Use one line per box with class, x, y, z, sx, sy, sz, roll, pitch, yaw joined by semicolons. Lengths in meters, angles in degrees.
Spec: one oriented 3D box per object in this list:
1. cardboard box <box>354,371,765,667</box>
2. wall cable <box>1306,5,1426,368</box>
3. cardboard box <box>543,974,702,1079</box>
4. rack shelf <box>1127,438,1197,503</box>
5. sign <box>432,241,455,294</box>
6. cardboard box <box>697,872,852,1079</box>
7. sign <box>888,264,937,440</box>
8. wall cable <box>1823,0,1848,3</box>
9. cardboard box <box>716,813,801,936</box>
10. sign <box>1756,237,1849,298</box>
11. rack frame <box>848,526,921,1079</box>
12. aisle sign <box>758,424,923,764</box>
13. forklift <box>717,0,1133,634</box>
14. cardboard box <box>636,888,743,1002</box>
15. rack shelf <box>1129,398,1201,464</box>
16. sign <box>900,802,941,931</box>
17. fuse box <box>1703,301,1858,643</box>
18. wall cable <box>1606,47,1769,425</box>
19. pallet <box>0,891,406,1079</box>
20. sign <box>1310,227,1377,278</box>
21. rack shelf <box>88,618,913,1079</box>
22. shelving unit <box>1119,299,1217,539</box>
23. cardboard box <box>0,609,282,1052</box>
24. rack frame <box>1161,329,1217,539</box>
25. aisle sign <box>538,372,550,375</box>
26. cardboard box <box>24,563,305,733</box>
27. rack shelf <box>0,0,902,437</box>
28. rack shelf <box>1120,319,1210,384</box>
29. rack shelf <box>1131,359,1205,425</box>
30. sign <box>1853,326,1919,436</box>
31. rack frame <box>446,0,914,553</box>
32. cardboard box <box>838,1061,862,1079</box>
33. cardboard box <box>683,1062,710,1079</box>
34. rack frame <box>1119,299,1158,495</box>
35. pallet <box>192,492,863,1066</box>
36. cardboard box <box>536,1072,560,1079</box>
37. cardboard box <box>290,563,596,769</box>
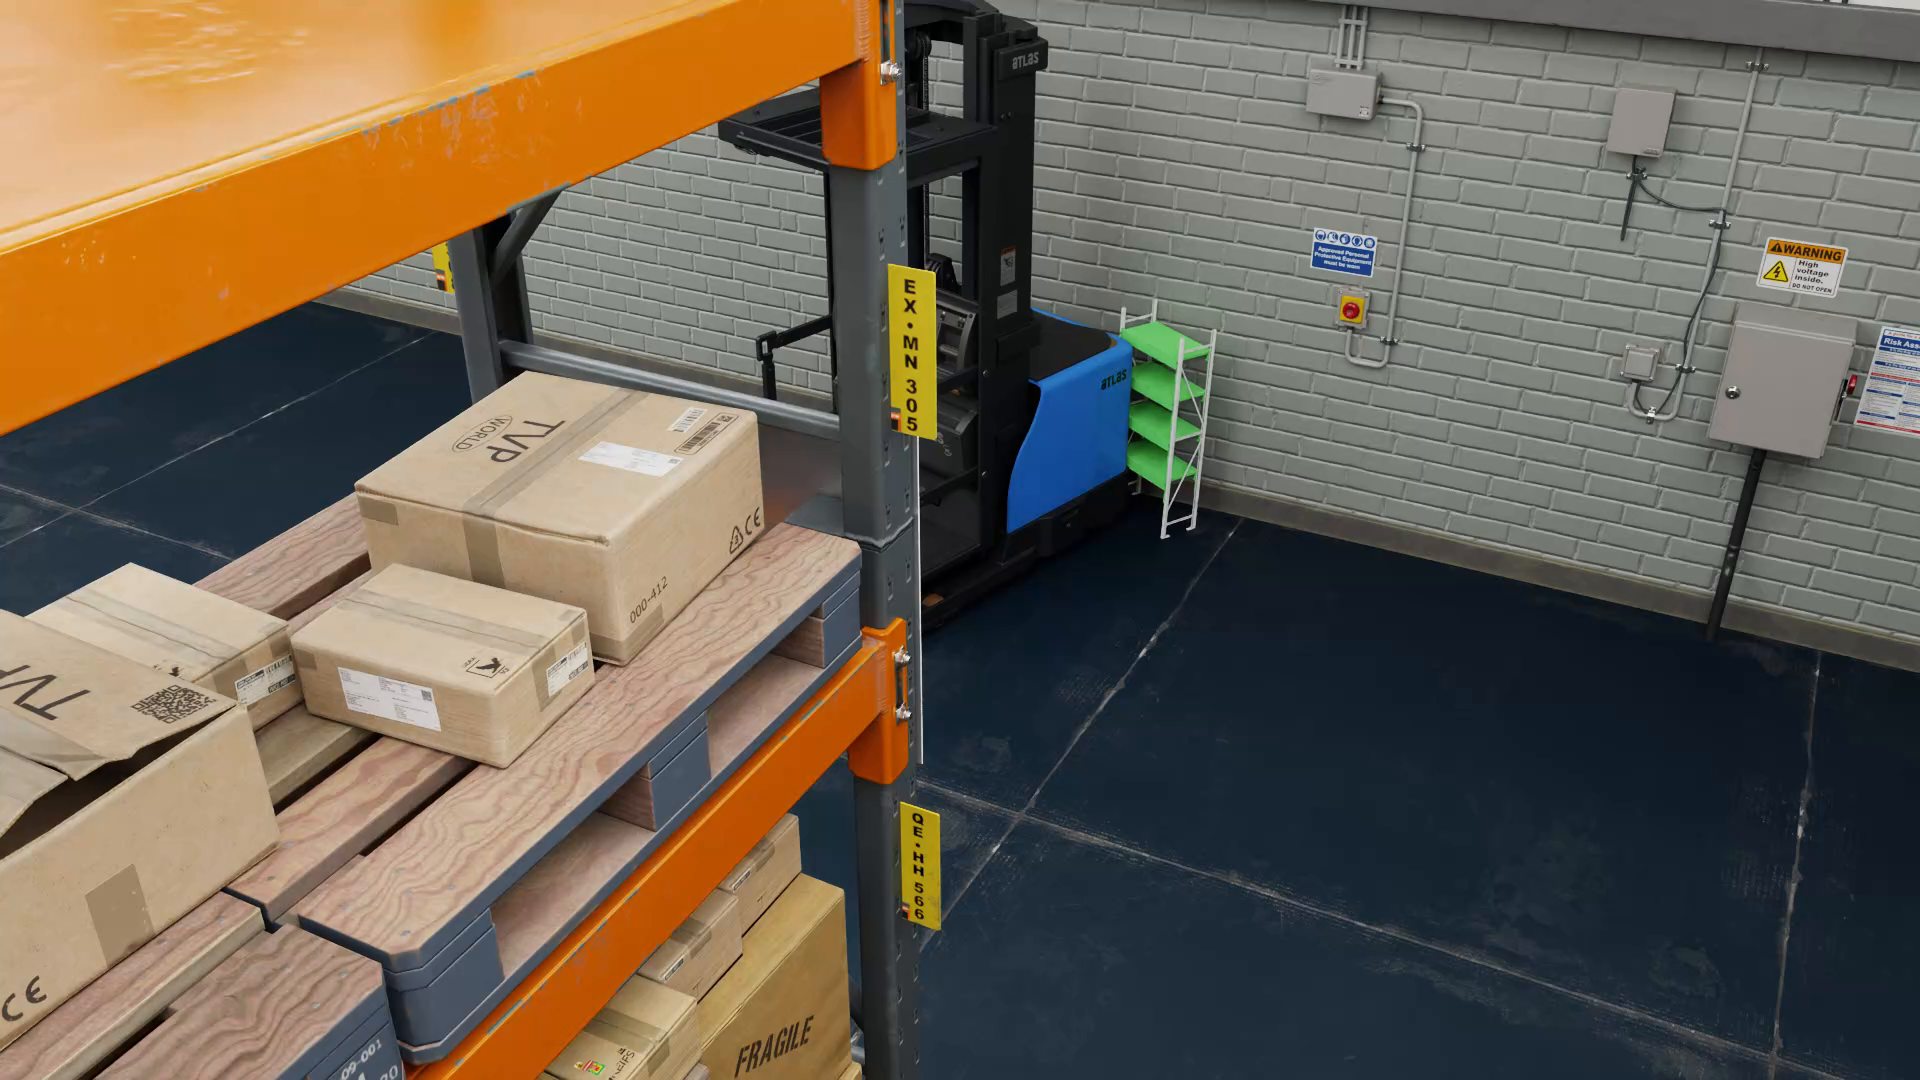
cardboard box;-0.690;-0.057;2.953;0.500;0.250;0.500;11;32;19
wall cable;1.983;-1.775;8.277;0.585;1.953;0.123;14;33;23
cardboard box;-0.687;0.882;2.946;0.380;0.149;0.250;14;33;23
rack shelf;1.093;-0.399;9.342;0.258;0.148;0.480;-17;35;-29
sign;-1.056;-0.658;3.415;0.100;0.325;0.005;14;33;23
cardboard box;-0.573;0.975;3.435;0.500;0.500;0.500;15;33;25
sign;-0.088;-0.337;3.002;0.100;0.325;0.005;14;33;23
wall cable;4.907;-3.198;5.746;2.988;3.039;0.133;14;33;23
cardboard box;-0.550;0.631;3.384;0.380;0.149;0.250;15;33;24
sign;3.832;-1.242;7.571;0.339;0.242;0.001;14;33;23
rack frame;-0.565;1.184;4.175;1.000;3.000;0.127;14;33;23
aisle sign;-0.256;0.096;3.461;0.394;0.787;0.004;14;33;23
forklift;-0.429;-1.046;8.128;1.130;2.935;3.031;25;38;37
cardboard box;-0.644;0.749;3.178;0.380;0.149;0.250;15;33;24
rack shelf;1.099;-0.608;9.223;0.258;0.148;0.480;-17;35;-29
sign;-0.088;0.709;3.603;0.100;0.325;0.005;14;33;23
fuse box;3.787;-0.221;7.916;0.539;1.711;0.414;14;33;23
wall cable;3.251;-1.445;7.733;0.588;1.984;0.122;14;33;23
pallet;-1.448;0.796;1.928;1.003;0.211;1.213;14;33;23
sign;1.968;-1.476;8.536;0.327;0.218;0.001;14;33;23
rack shelf;-1.476;1.082;2.063;1.077;0.370;4.000;14;33;23
shelving unit;1.101;-0.663;9.191;0.258;1.200;0.503;-17;35;-29
cardboard box;-1.291;0.349;2.185;0.500;0.311;0.500;15;33;24
rack frame;1.236;-0.559;9.016;0.240;1.200;0.015;-17;35;-29
aisle sign;-0.790;-0.041;3.698;0.394;0.787;0.004;14;33;23
cardboard box;-1.265;0.197;2.612;0.380;0.149;0.250;16;33;25
rack shelf;-1.476;-0.045;1.416;1.077;0.370;4.000;14;33;23
rack shelf;1.111;-1.024;8.984;0.258;0.148;0.480;-17;35;-29
rack shelf;1.105;-0.816;9.103;0.258;0.148;0.480;-17;35;-29
sign;4.321;-0.718;7.583;0.329;0.494;0.001;14;33;23
rack frame;-0.565;-1.417;2.681;1.000;3.000;0.127;14;33;23
cardboard box;-0.549;1.415;3.673;0.500;0.500;0.500;14;33;24
cardboard box;-0.785;1.214;3.020;0.500;0.500;0.500;14;33;23
rack frame;0.965;-0.767;9.365;0.240;1.200;0.015;-17;35;-29
pallet;-0.894;0.253;2.874;1.003;0.211;1.213;14;33;23
cardboard box;-0.838;0.985;2.768;0.380;0.149;0.250;15;33;24
cardboard box;-0.810;0.191;2.623;0.380;0.149;0.250;12;32;19
